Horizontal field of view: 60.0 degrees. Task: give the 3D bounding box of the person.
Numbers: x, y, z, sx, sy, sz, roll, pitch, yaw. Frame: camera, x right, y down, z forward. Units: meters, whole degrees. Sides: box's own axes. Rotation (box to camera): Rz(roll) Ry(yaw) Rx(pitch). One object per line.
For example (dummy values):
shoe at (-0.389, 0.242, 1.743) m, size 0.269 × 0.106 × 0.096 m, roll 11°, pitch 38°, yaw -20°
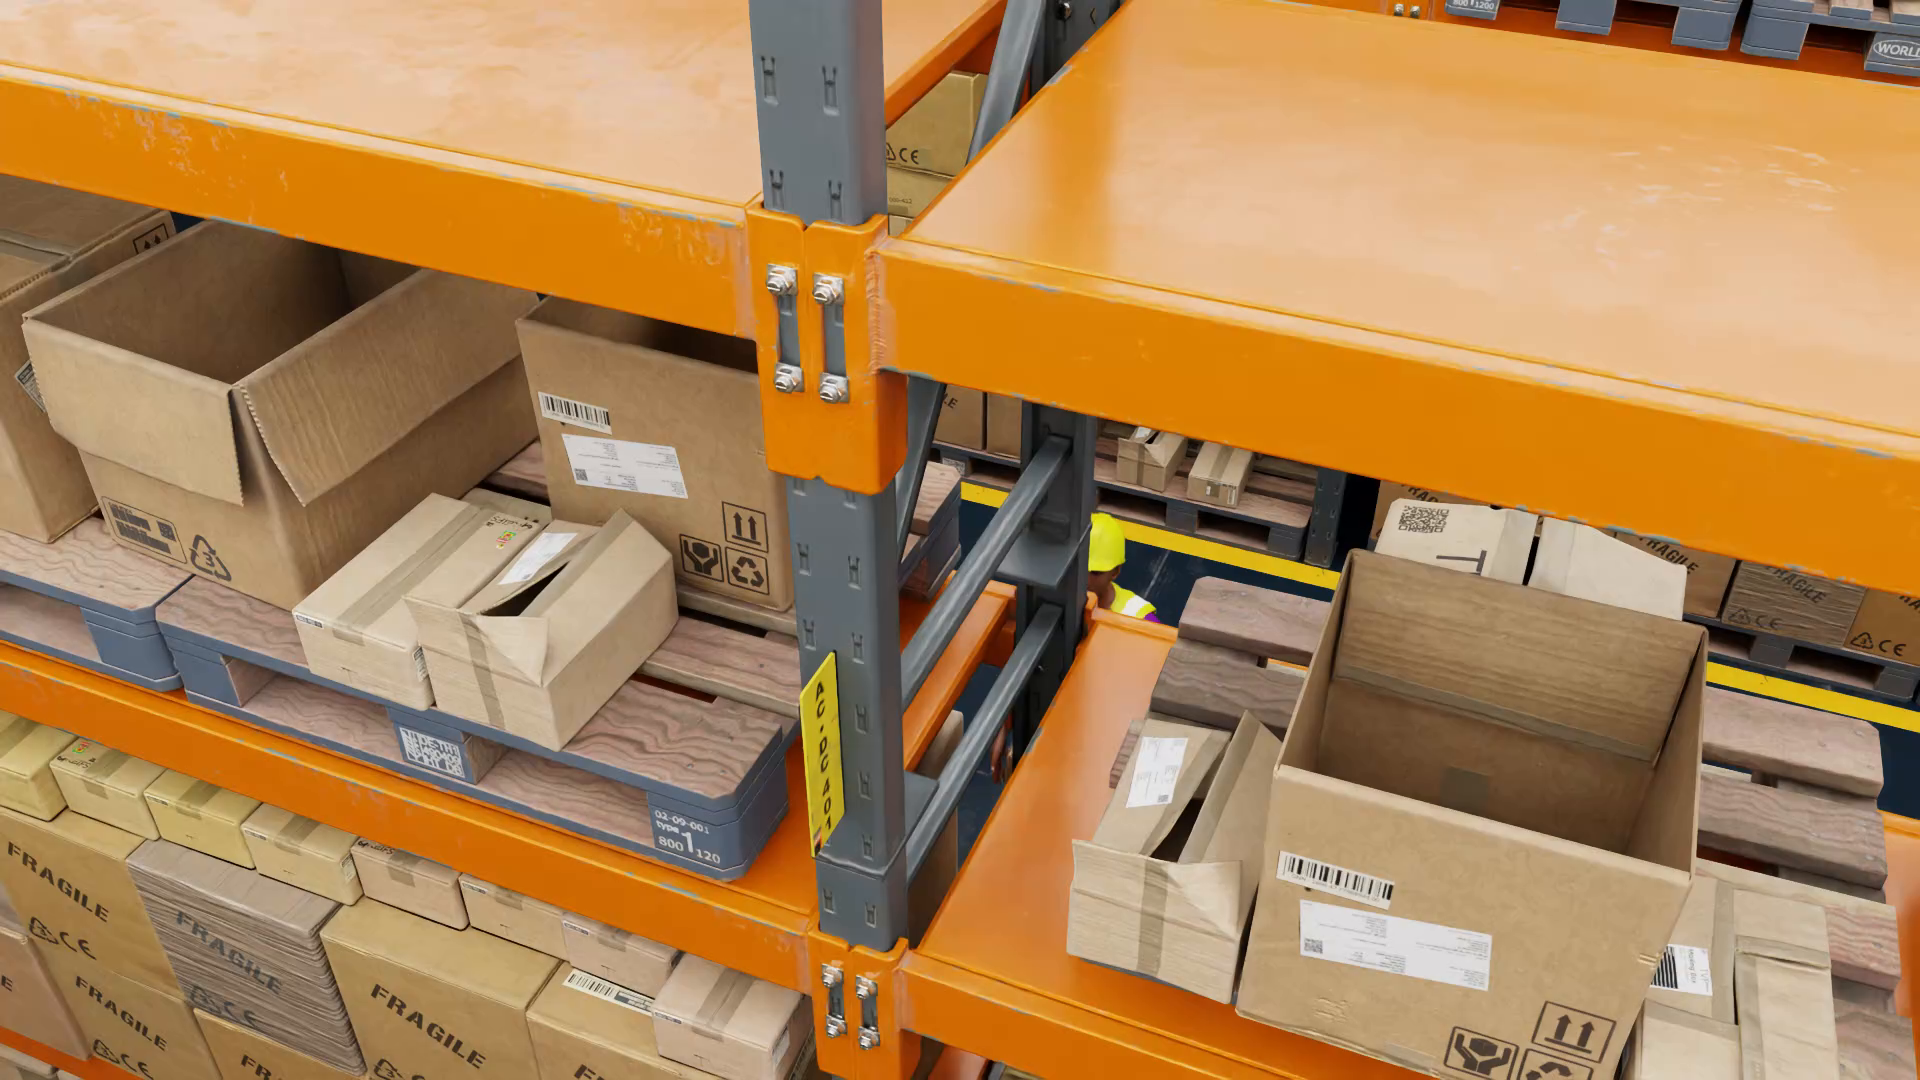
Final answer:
person at (0.366, 0.715, 5.860) m, size 0.529 × 1.767 × 0.551 m, roll 19°, pitch 41°, yaw 23°
